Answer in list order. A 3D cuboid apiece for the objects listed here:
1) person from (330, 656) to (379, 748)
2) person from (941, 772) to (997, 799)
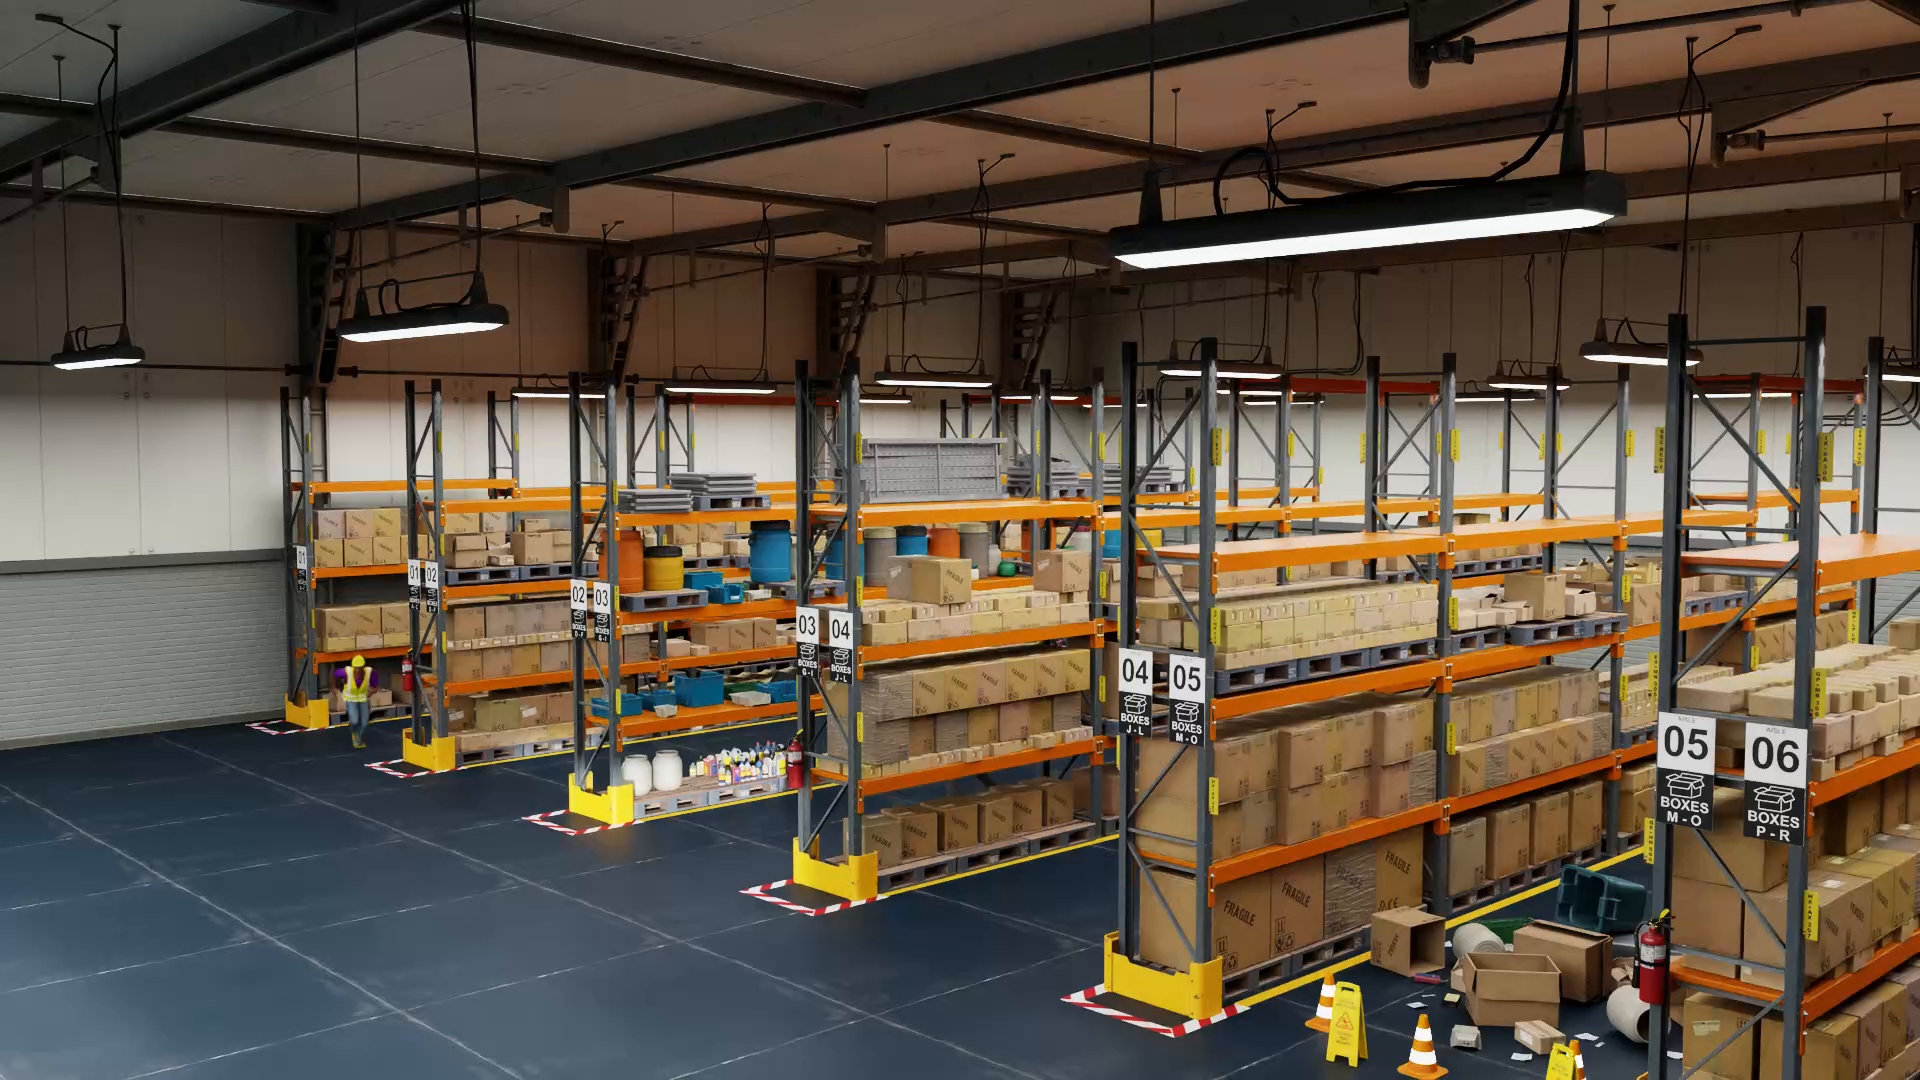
[{"bbox_3d":[-9.841,2.643,27.043,0.738,1.577,0.861,-2,4,-26],"label":"person"},{"bbox_3d":[0.099,2.917,23.231,1.082,1.459,0.563,-2,4,-29],"label":"person"}]
